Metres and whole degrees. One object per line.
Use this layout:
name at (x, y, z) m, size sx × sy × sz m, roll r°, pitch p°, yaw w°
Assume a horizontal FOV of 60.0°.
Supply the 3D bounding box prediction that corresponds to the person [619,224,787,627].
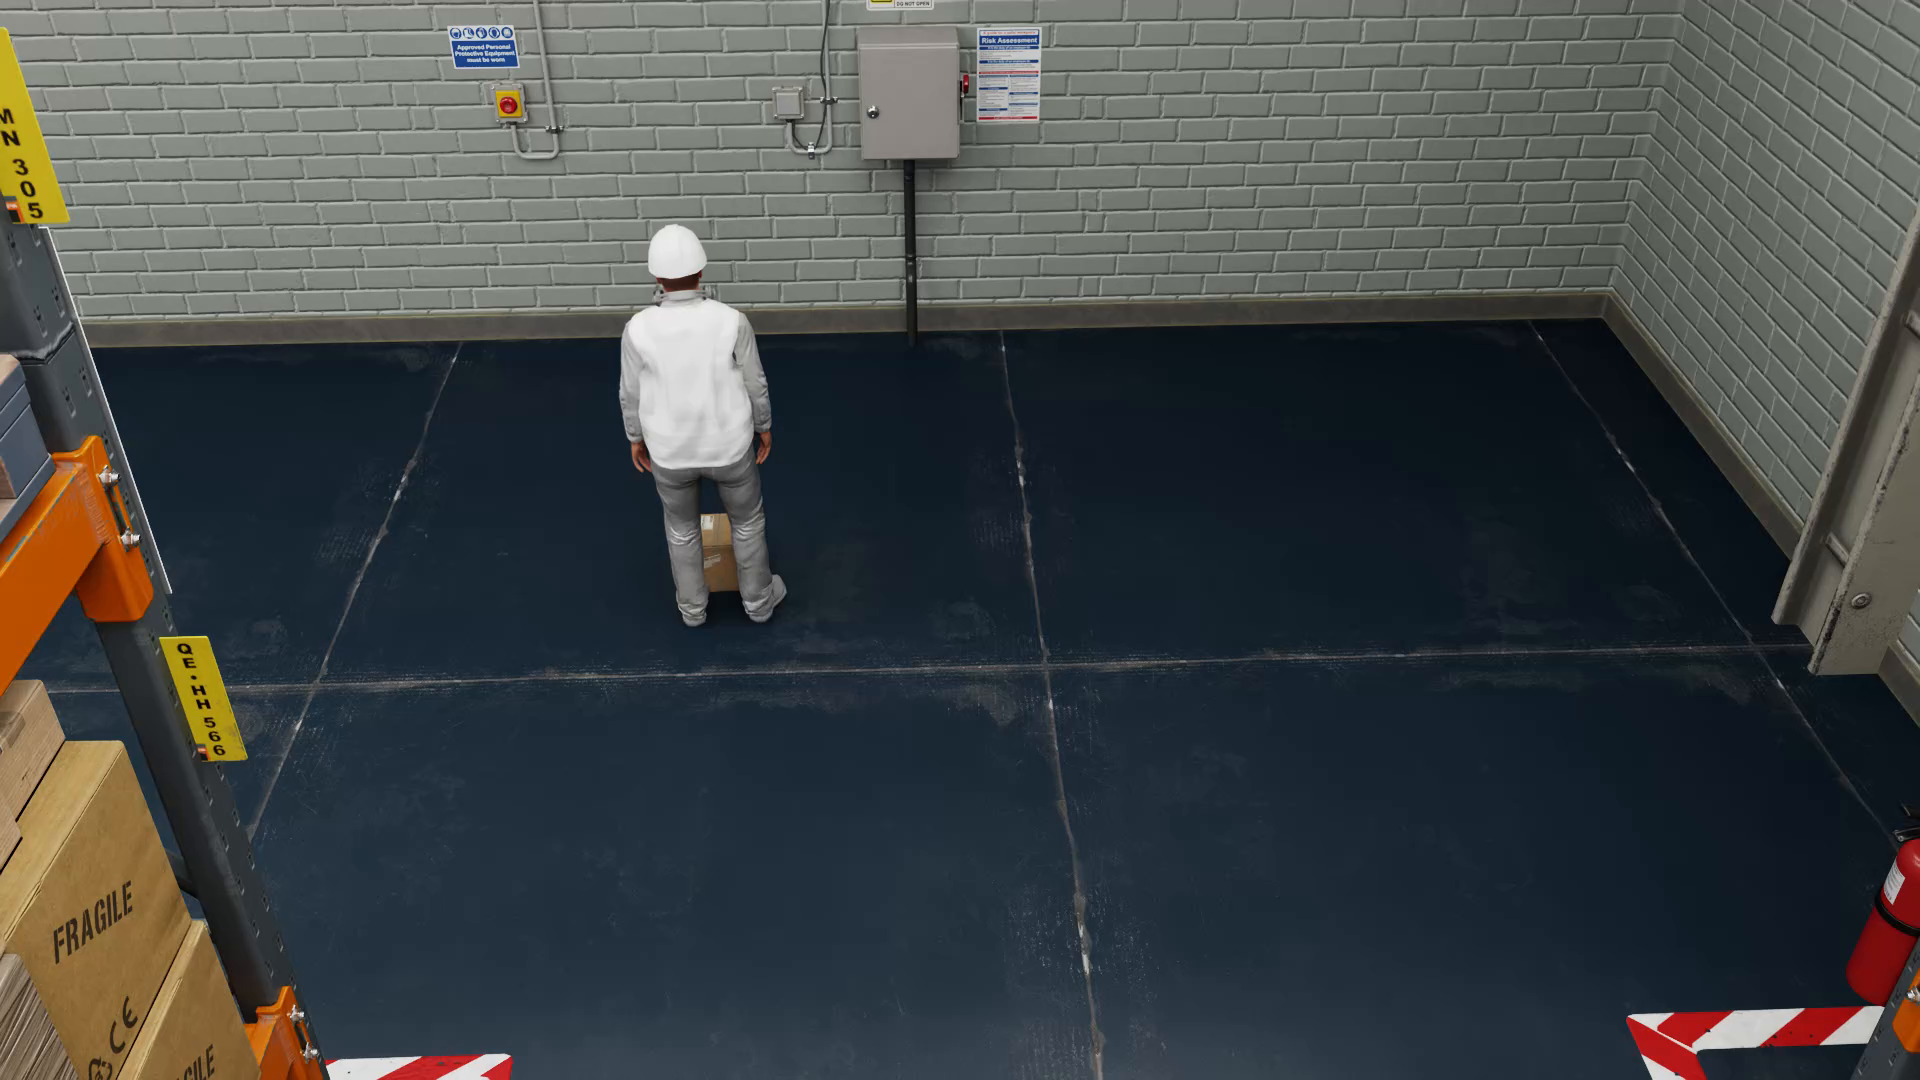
person at (-1.048, -0.419, 6.720) m, size 0.594 × 1.771 × 0.462 m, roll -3°, pitch 35°, yaw -5°
